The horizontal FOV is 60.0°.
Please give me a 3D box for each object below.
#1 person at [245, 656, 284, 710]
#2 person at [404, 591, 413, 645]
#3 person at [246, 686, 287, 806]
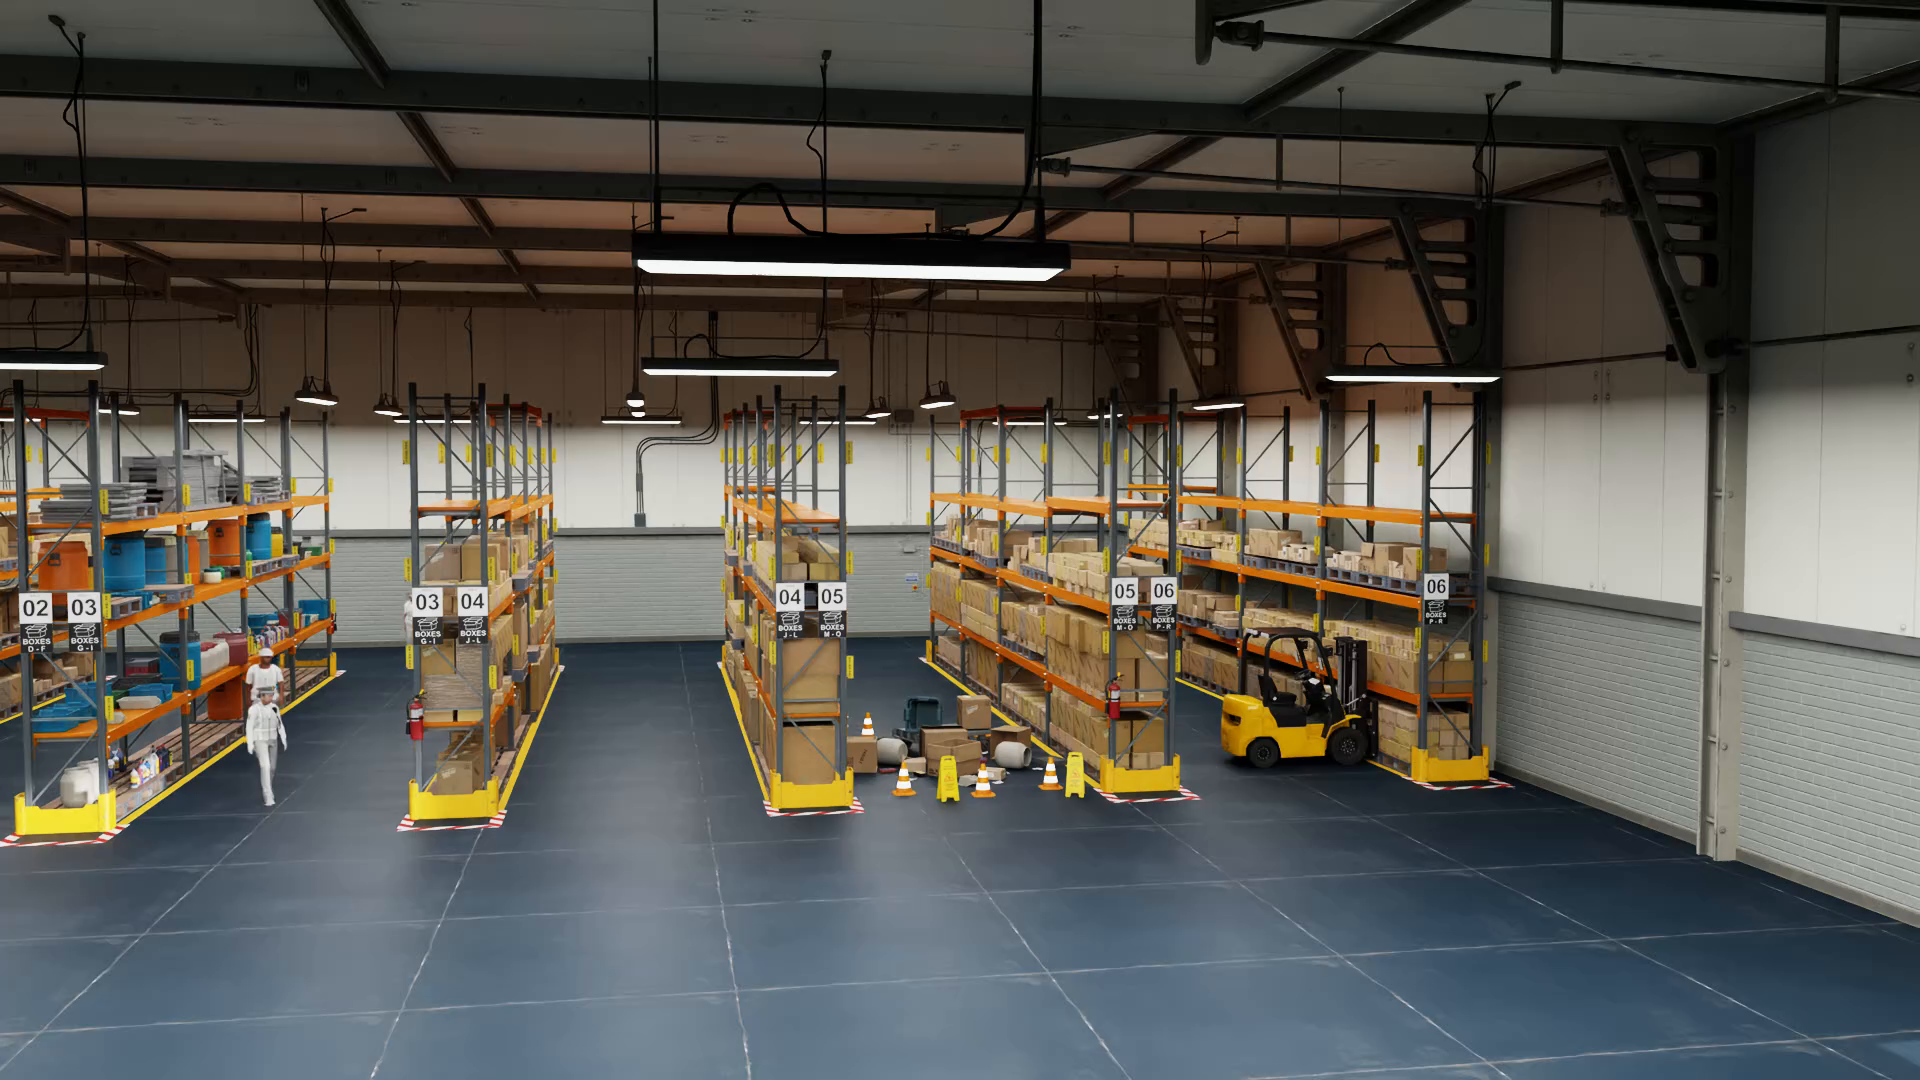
[{"bbox_3d":[-11.681,2.739,28.013,0.600,1.728,0.782,-2,3,-32],"label":"person"},{"bbox_3d":[-13.630,2.068,41.484,0.450,1.633,0.843,-1,3,-13],"label":"person"},{"bbox_3d":[-9.994,2.968,24.081,0.629,1.699,0.511,2,4,36],"label":"person"}]
